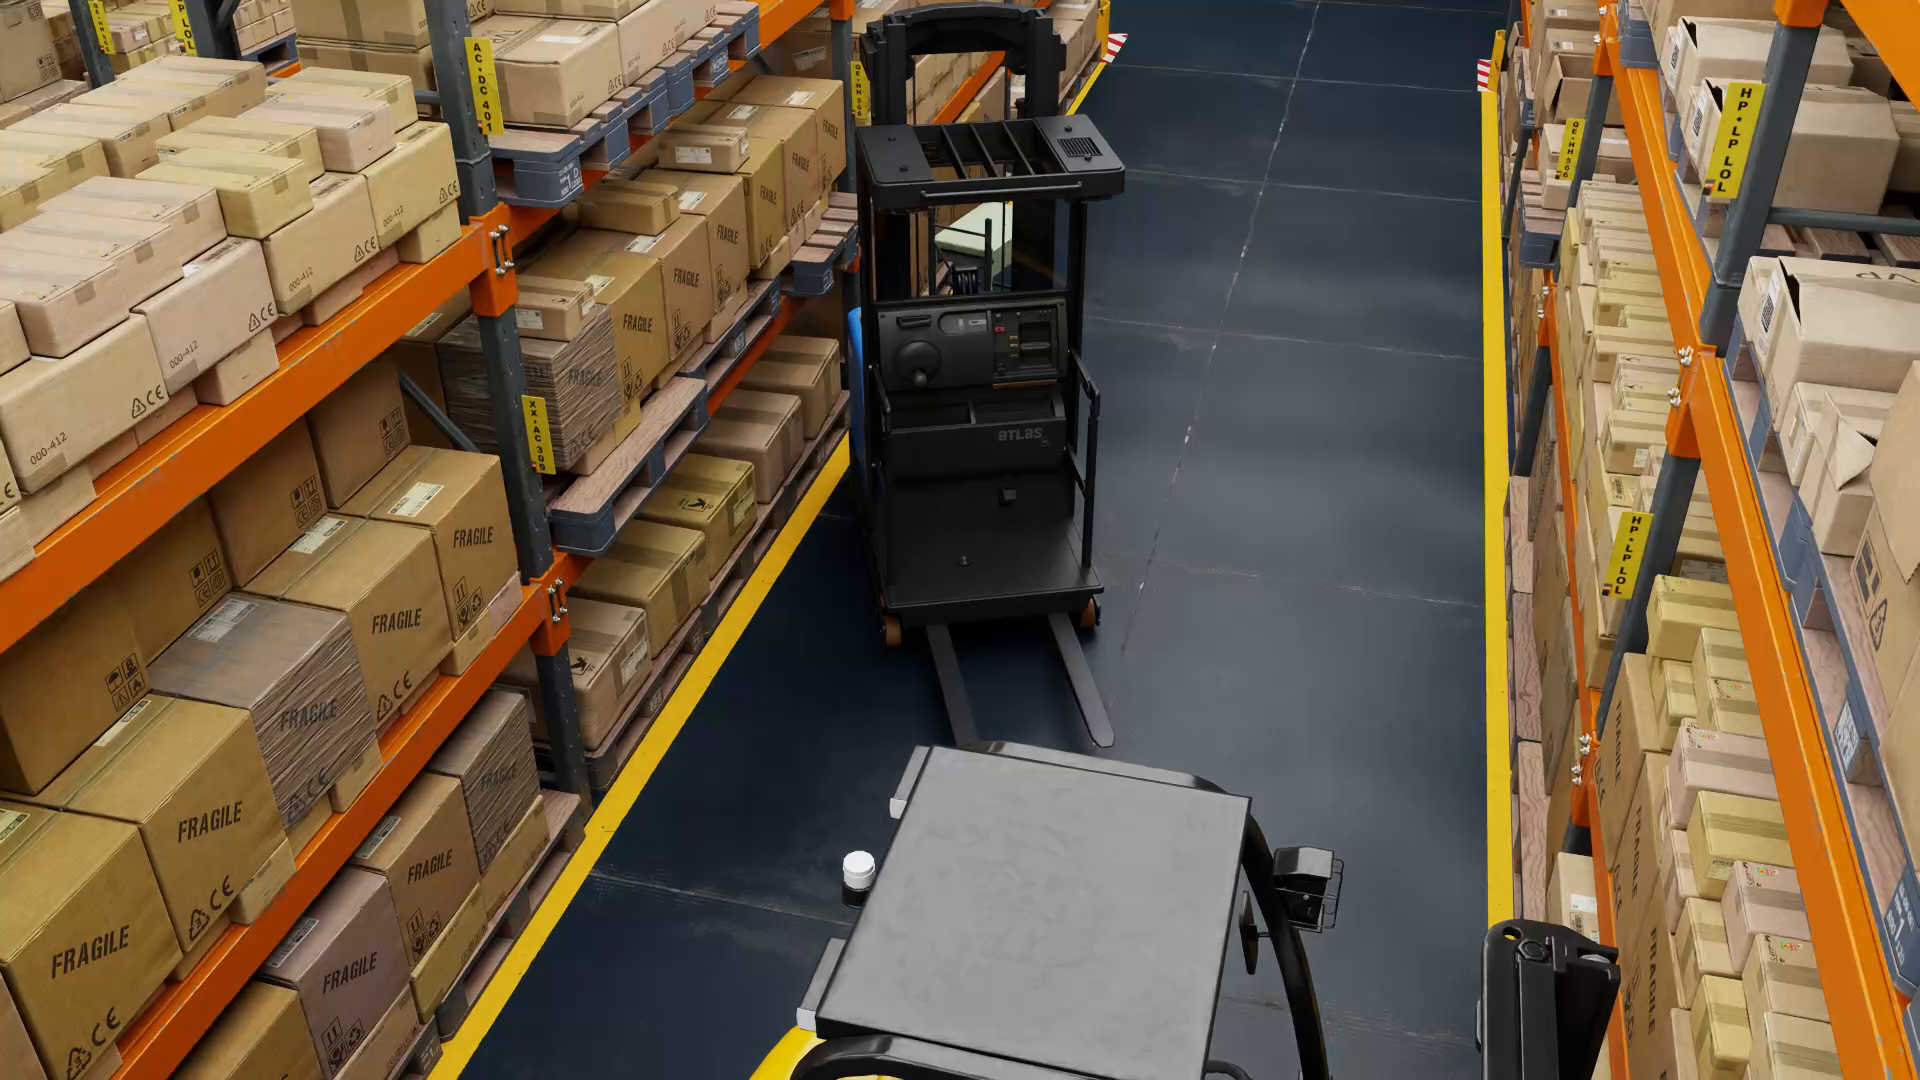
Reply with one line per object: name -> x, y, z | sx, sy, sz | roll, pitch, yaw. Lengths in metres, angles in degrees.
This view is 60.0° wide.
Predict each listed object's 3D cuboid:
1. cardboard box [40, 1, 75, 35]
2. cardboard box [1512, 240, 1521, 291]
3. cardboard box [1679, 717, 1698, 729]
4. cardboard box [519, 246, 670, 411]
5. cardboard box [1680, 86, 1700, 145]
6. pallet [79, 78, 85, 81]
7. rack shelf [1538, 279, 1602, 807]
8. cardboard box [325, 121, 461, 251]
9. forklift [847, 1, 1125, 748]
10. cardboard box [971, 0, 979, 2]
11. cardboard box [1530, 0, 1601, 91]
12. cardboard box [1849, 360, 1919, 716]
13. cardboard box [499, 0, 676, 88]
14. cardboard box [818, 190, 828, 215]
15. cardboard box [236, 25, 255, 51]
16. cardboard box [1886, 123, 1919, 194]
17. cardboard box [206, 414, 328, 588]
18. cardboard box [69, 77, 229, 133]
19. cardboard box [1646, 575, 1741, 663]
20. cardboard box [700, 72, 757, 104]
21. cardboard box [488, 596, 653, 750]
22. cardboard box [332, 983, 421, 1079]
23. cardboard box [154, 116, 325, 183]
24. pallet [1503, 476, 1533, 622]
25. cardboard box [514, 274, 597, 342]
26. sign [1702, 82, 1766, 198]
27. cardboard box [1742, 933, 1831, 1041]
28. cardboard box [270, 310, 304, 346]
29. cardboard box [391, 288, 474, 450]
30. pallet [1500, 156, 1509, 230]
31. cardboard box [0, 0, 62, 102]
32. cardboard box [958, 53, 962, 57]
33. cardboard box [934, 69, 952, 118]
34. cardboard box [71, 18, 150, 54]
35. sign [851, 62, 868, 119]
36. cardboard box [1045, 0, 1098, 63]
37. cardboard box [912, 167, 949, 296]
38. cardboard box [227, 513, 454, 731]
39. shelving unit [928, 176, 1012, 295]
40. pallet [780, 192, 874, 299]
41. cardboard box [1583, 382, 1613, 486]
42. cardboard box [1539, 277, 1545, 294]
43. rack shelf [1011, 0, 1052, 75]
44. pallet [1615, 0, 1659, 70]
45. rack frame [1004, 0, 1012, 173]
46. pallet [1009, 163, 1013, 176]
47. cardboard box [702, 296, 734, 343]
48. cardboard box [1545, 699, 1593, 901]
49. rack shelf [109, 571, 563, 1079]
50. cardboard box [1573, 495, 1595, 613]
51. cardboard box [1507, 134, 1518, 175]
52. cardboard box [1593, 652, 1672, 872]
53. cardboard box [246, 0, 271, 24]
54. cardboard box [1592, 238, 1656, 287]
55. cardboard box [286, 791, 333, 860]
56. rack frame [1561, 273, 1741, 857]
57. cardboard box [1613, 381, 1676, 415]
cardboard box -> -6.170, -3.565, 11.351 | 0.380, 0.149, 0.250 | 8, 33, 12
cardboard box -> 4.117, -1.943, 11.448 | 0.500, 0.500, 0.500 | 7, 33, 11
cardboard box -> 2.245, 0.662, 4.715 | 0.380, 0.149, 0.250 | 8, 33, 12
cardboard box -> -1.595, -0.908, 7.121 | 0.500, 0.500, 0.500 | 8, 33, 13
cardboard box -> 2.669, -1.417, 5.636 | 0.380, 0.149, 0.250 | 8, 33, 12
pallet -> -5.839, -3.100, 11.509 | 1.213, 0.211, 1.003 | 8, 33, 12
rack shelf -> 3.191, -0.160, 7.376 | 1.077, 0.370, 4.000 | 8, 33, 12
cardboard box -> -1.970, -1.161, 5.346 | 0.500, 0.250, 0.500 | 8, 33, 12
forklift -> 0.103, -0.905, 7.941 | 1.130, 2.935, 3.031 | -5, 33, -8
cardboard box -> -0.083, -4.179, 12.003 | 0.500, 0.500, 0.500 | 9, 33, 13
cardboard box -> 4.243, -3.307, 11.171 | 0.700, 0.500, 0.500 | 8, 33, 13
cardboard box -> 2.087, 0.042, 3.011 | 0.797, 0.503, 0.637 | 9, 34, 14
cardboard box -> -1.454, -1.991, 6.538 | 0.500, 0.250, 0.500 | 8, 33, 12
cardboard box -> -0.957, -1.895, 9.278 | 0.380, 0.149, 0.250 | 9, 33, 13
cardboard box -> -5.340, -3.630, 12.007 | 0.380, 0.149, 0.250 | 9, 34, 14
cardboard box -> 3.089, -1.218, 5.324 | 0.380, 0.149, 0.250 | 8, 33, 12
cardboard box -> -2.590, -0.228, 5.510 | 0.700, 0.500, 0.500 | 8, 33, 13
cardboard box -> -2.552, -1.338, 5.253 | 0.380, 0.149, 0.250 | 9, 34, 14
cardboard box -> 2.316, 0.258, 5.073 | 0.380, 0.149, 0.250 | 9, 33, 13
cardboard box -> -1.441, -2.318, 9.338 | 0.500, 0.500, 0.500 | 7, 33, 11
cardboard box -> -1.988, 0.560, 7.631 | 0.950, 0.372, 0.625 | 8, 33, 13
cardboard box -> -2.267, 1.768, 5.844 | 0.500, 0.250, 0.500 | 9, 33, 13
cardboard box -> -2.132, -1.133, 4.931 | 0.380, 0.149, 0.250 | 9, 33, 14
pallet -> 3.452, 0.098, 8.900 | 1.003, 0.211, 1.213 | 8, 33, 12
cardboard box -> -1.657, -0.914, 6.525 | 0.380, 0.149, 0.250 | 8, 33, 12
sign -> 2.157, -1.111, 4.631 | 0.100, 0.325, 0.005 | 8, 33, 12
cardboard box -> 2.020, 1.069, 3.797 | 0.380, 0.149, 0.250 | 8, 33, 13
cardboard box -> -2.204, -0.674, 4.952 | 0.380, 0.149, 0.250 | 7, 33, 11
cardboard box -> -2.223, -0.715, 6.817 | 0.500, 0.500, 0.500 | 7, 33, 11
pallet -> 4.889, -2.756, 13.389 | 1.003, 0.211, 1.213 | 8, 33, 12
cardboard box -> -6.040, -3.029, 10.193 | 0.700, 0.500, 0.500 | 8, 33, 12
cardboard box -> -0.210, -3.606, 11.801 | 0.500, 0.250, 0.500 | 9, 33, 14
cardboard box -> -0.362, -3.128, 11.515 | 0.500, 0.250, 0.500 | 8, 33, 12
cardboard box -> -5.611, -3.334, 10.987 | 0.380, 0.149, 0.250 | 8, 33, 12
sign -> -0.576, -2.561, 9.477 | 0.100, 0.325, 0.005 | 8, 33, 12
cardboard box -> 0.856, -5.066, 16.420 | 0.875, 0.438, 0.875 | 7, 33, 11
cardboard box -> -0.617, -2.265, 11.606 | 0.875, 0.875, 0.875 | 8, 33, 13
cardboard box -> -2.115, 0.266, 5.666 | 0.500, 0.500, 0.500 | 9, 34, 14
shelving unit -> 0.174, -1.379, 10.022 | 0.431, 1.500, 0.755 | 16, 36, 24
pallet -> -1.181, -1.710, 9.322 | 1.213, 0.211, 1.003 | 8, 33, 12
cardboard box -> 2.820, -0.395, 6.749 | 0.500, 0.250, 0.500 | 9, 33, 13
cardboard box -> 3.728, -1.464, 10.091 | 0.380, 0.149, 0.250 | 7, 33, 11
rack shelf -> 0.419, -4.985, 14.966 | 1.077, 0.370, 4.000 | 8, 33, 12
pallet -> 3.613, -2.323, 7.488 | 1.213, 0.211, 1.003 | 10, 34, 15
rack frame -> -0.088, -4.251, 13.140 | 1.000, 3.000, 0.127 | 8, 33, 12
pallet -> 0.181, -3.458, 14.492 | 1.003, 0.211, 1.213 | 8, 33, 12
cardboard box -> -1.315, -1.087, 8.006 | 0.380, 0.149, 0.250 | 9, 34, 14
cardboard box -> 2.805, 1.127, 6.503 | 0.875, 0.625, 0.625 | 9, 34, 15
rack shelf -> -2.626, 1.242, 5.171 | 1.077, 0.370, 4.000 | 8, 33, 12
cardboard box -> 2.681, 0.079, 6.469 | 0.500, 0.250, 0.500 | 8, 33, 12
cardboard box -> 4.662, -3.115, 13.510 | 0.396, 0.266, 0.258 | 9, 34, 14
cardboard box -> 2.319, 0.727, 5.217 | 0.500, 0.500, 0.500 | 7, 33, 11
cardboard box -> -5.275, -3.885, 12.131 | 0.380, 0.149, 0.250 | 8, 33, 12
cardboard box -> 3.172, -1.279, 7.768 | 0.380, 0.149, 0.250 | 8, 33, 13
cardboard box -> -2.254, 0.871, 5.317 | 0.380, 0.149, 0.250 | 7, 33, 12
rack frame -> 2.684, 0.575, 5.550 | 1.000, 3.000, 0.127 | 8, 33, 12
cardboard box -> 2.782, -0.487, 6.522 | 0.380, 0.149, 0.250 | 7, 33, 11
